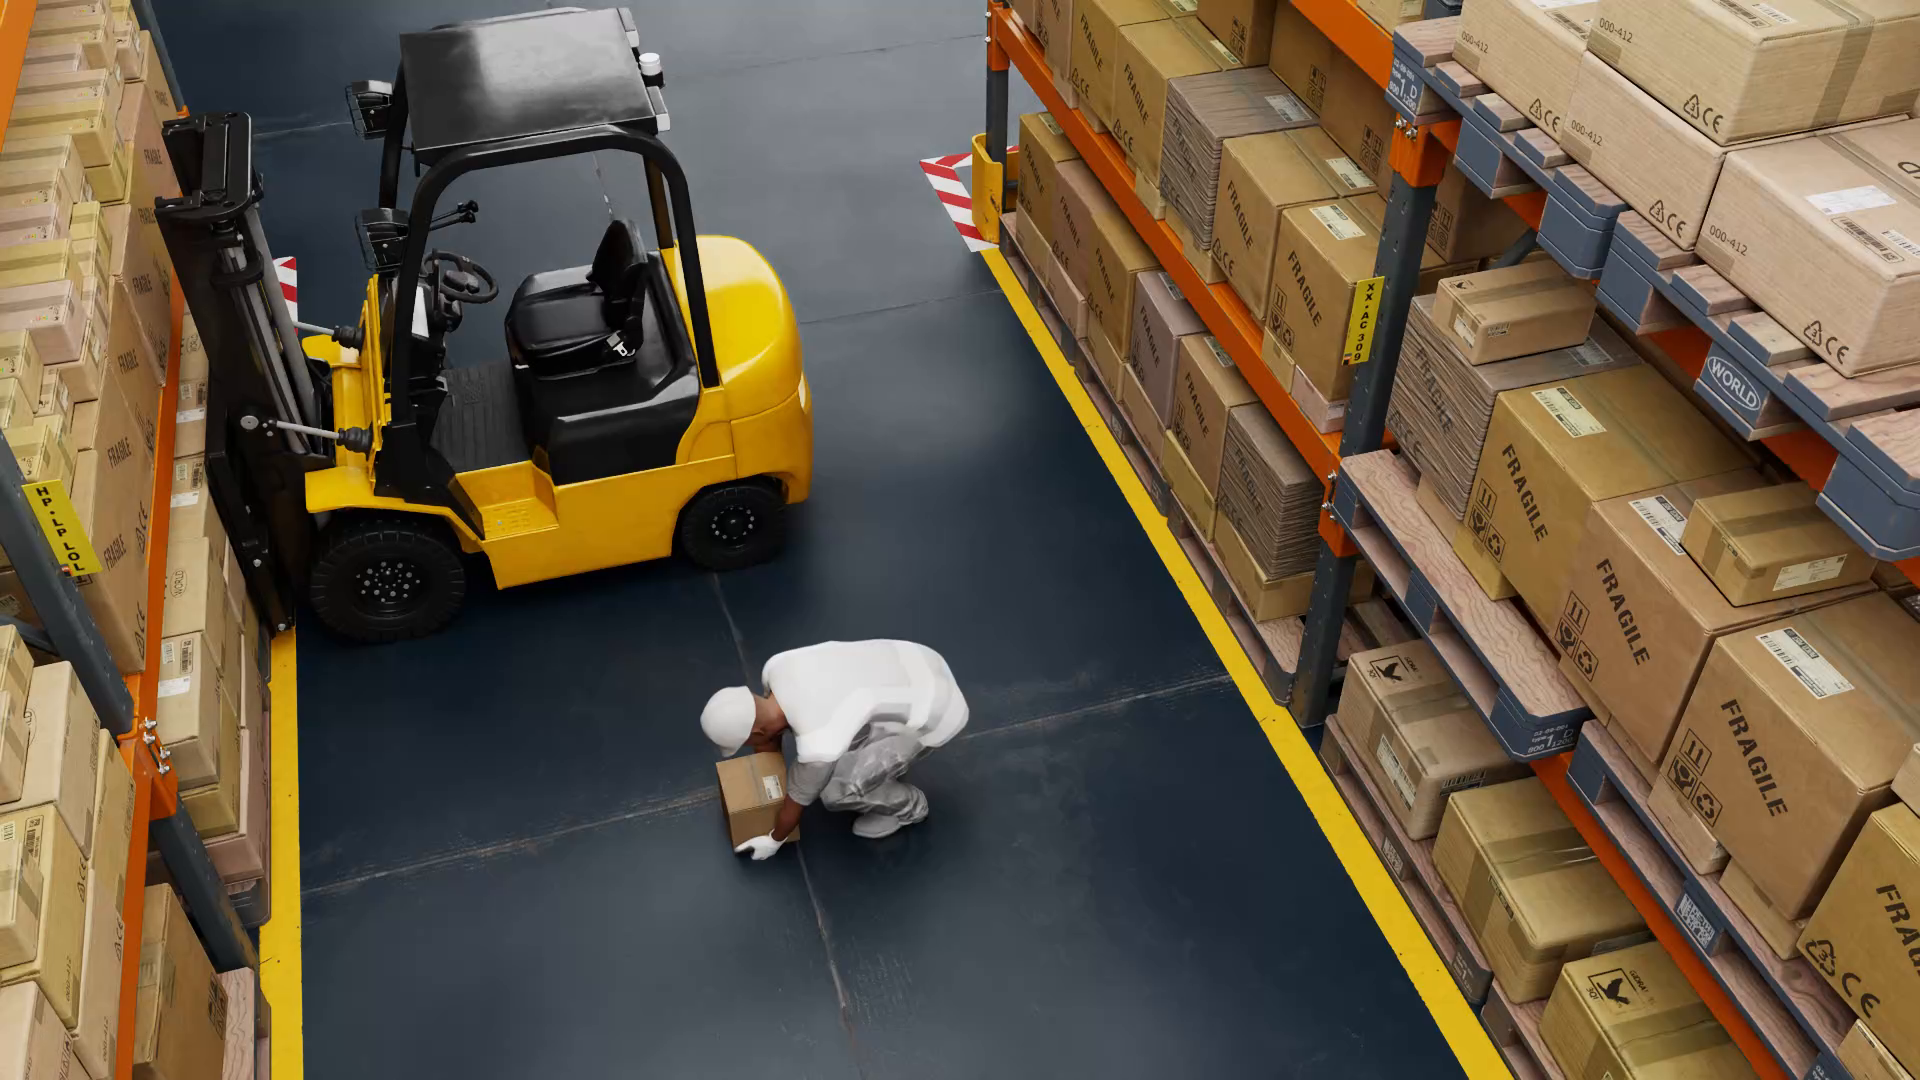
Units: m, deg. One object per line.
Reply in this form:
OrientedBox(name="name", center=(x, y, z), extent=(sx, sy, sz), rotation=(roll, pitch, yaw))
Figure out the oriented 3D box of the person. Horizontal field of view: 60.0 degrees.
OrientedBox(name="person", center=(-0.445, 0.758, 6.093), extent=(0.962, 0.833, 0.552), rotation=(-13, 43, -14))
